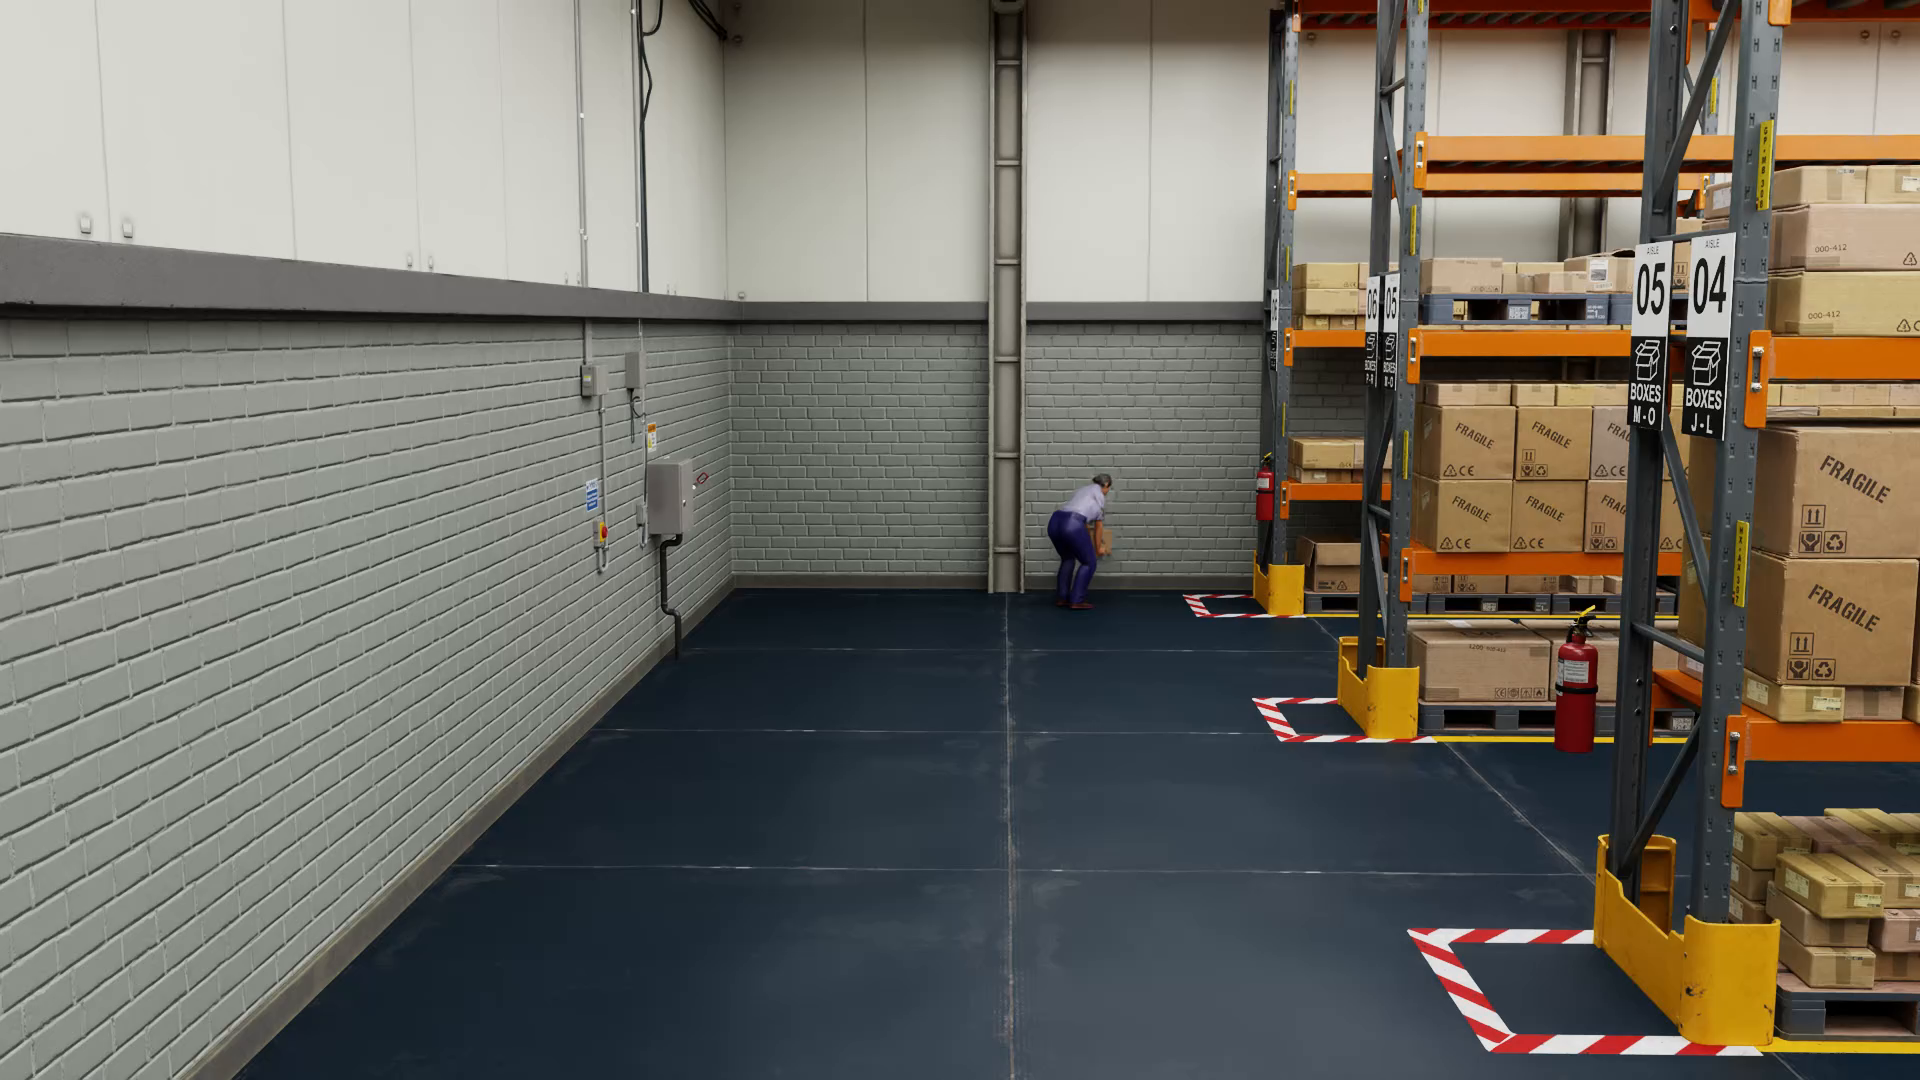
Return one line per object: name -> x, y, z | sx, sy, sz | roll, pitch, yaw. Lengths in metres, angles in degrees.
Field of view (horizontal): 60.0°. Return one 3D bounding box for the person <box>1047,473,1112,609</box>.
person -> 1.262, 0.014, 16.957 | 0.793, 1.341, 0.452 | -6, 10, -41
